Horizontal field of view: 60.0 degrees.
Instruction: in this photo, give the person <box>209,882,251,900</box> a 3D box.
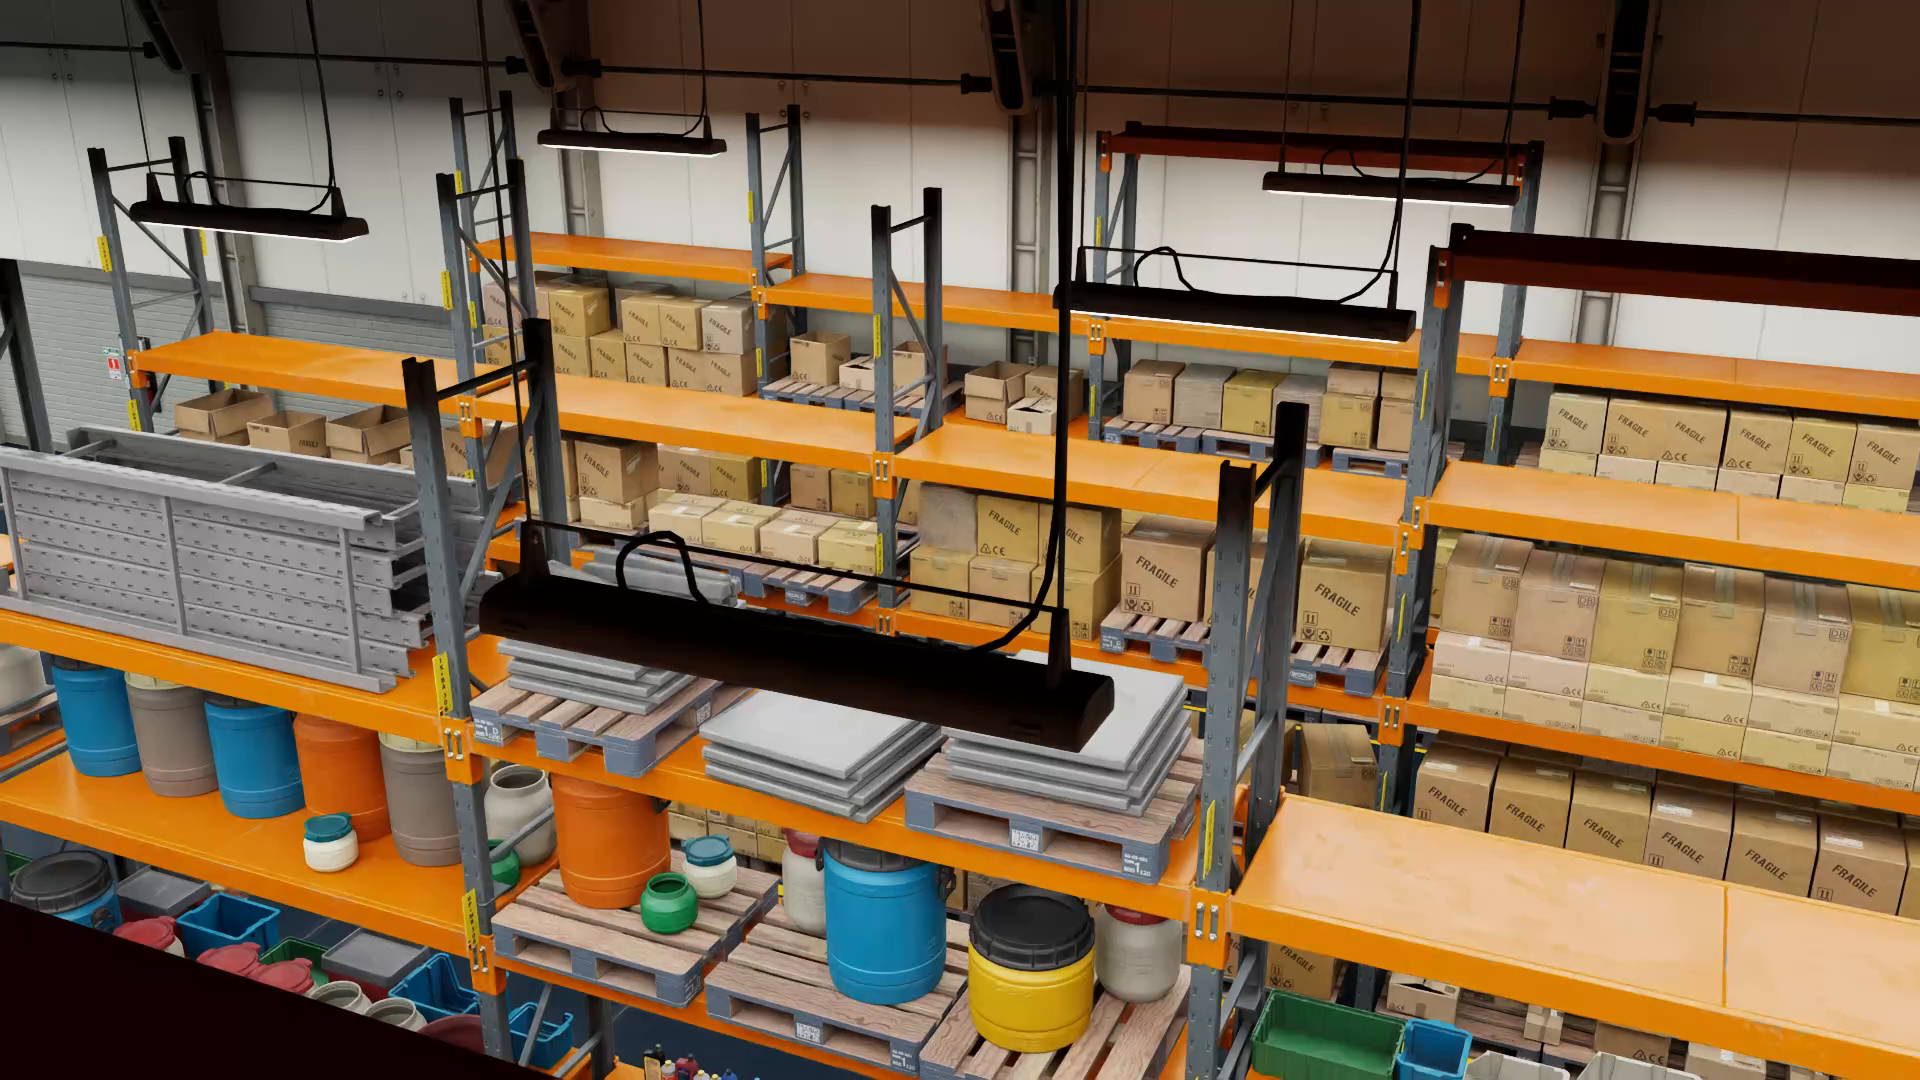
[{"bbox_3d":[-5.803,2.755,13.012,0.772,1.661,0.688,9,22,23],"label":"person"}]
